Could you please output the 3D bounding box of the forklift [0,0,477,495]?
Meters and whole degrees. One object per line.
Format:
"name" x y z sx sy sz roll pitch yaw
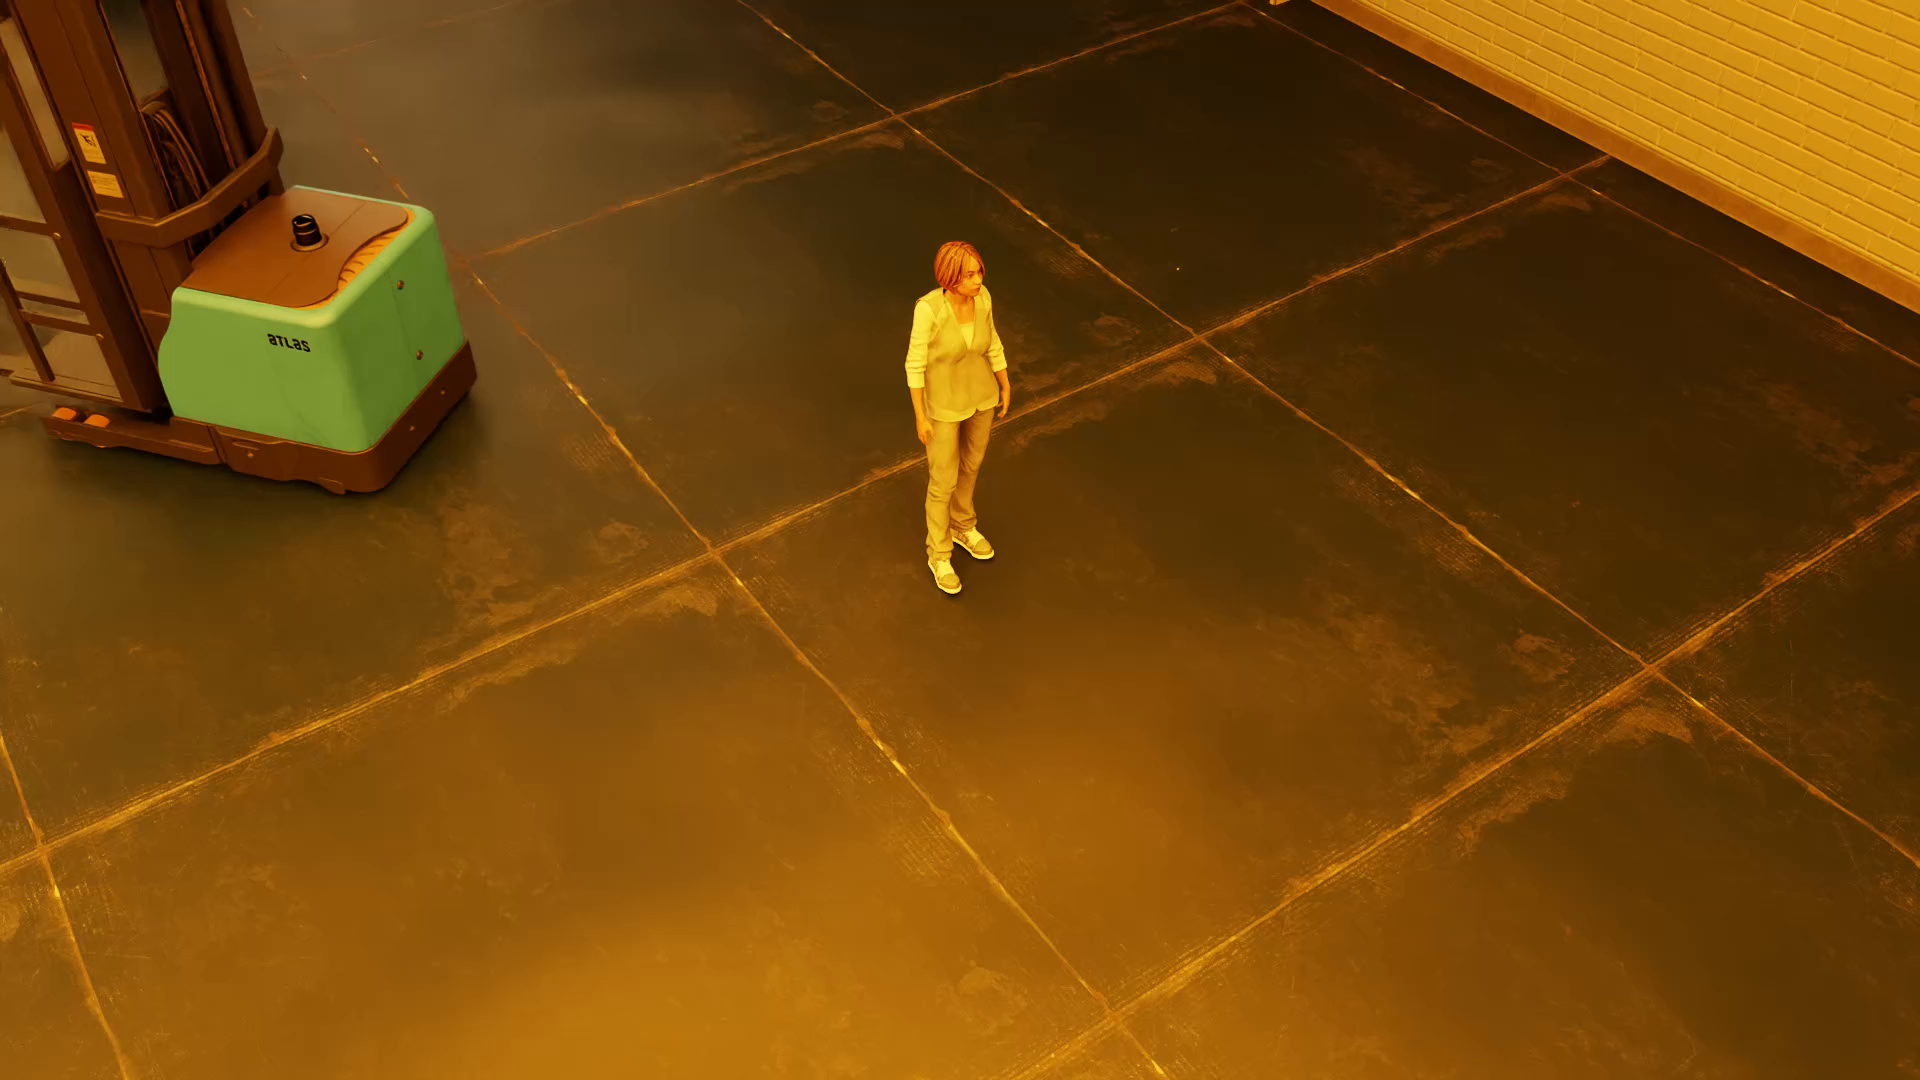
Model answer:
"forklift" -4.100 -1.873 7.748 3.031 2.935 1.130 12 44 12

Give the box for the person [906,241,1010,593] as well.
"person" 0.031 -0.546 7.281 0.520 1.599 0.473 -25 48 -25
